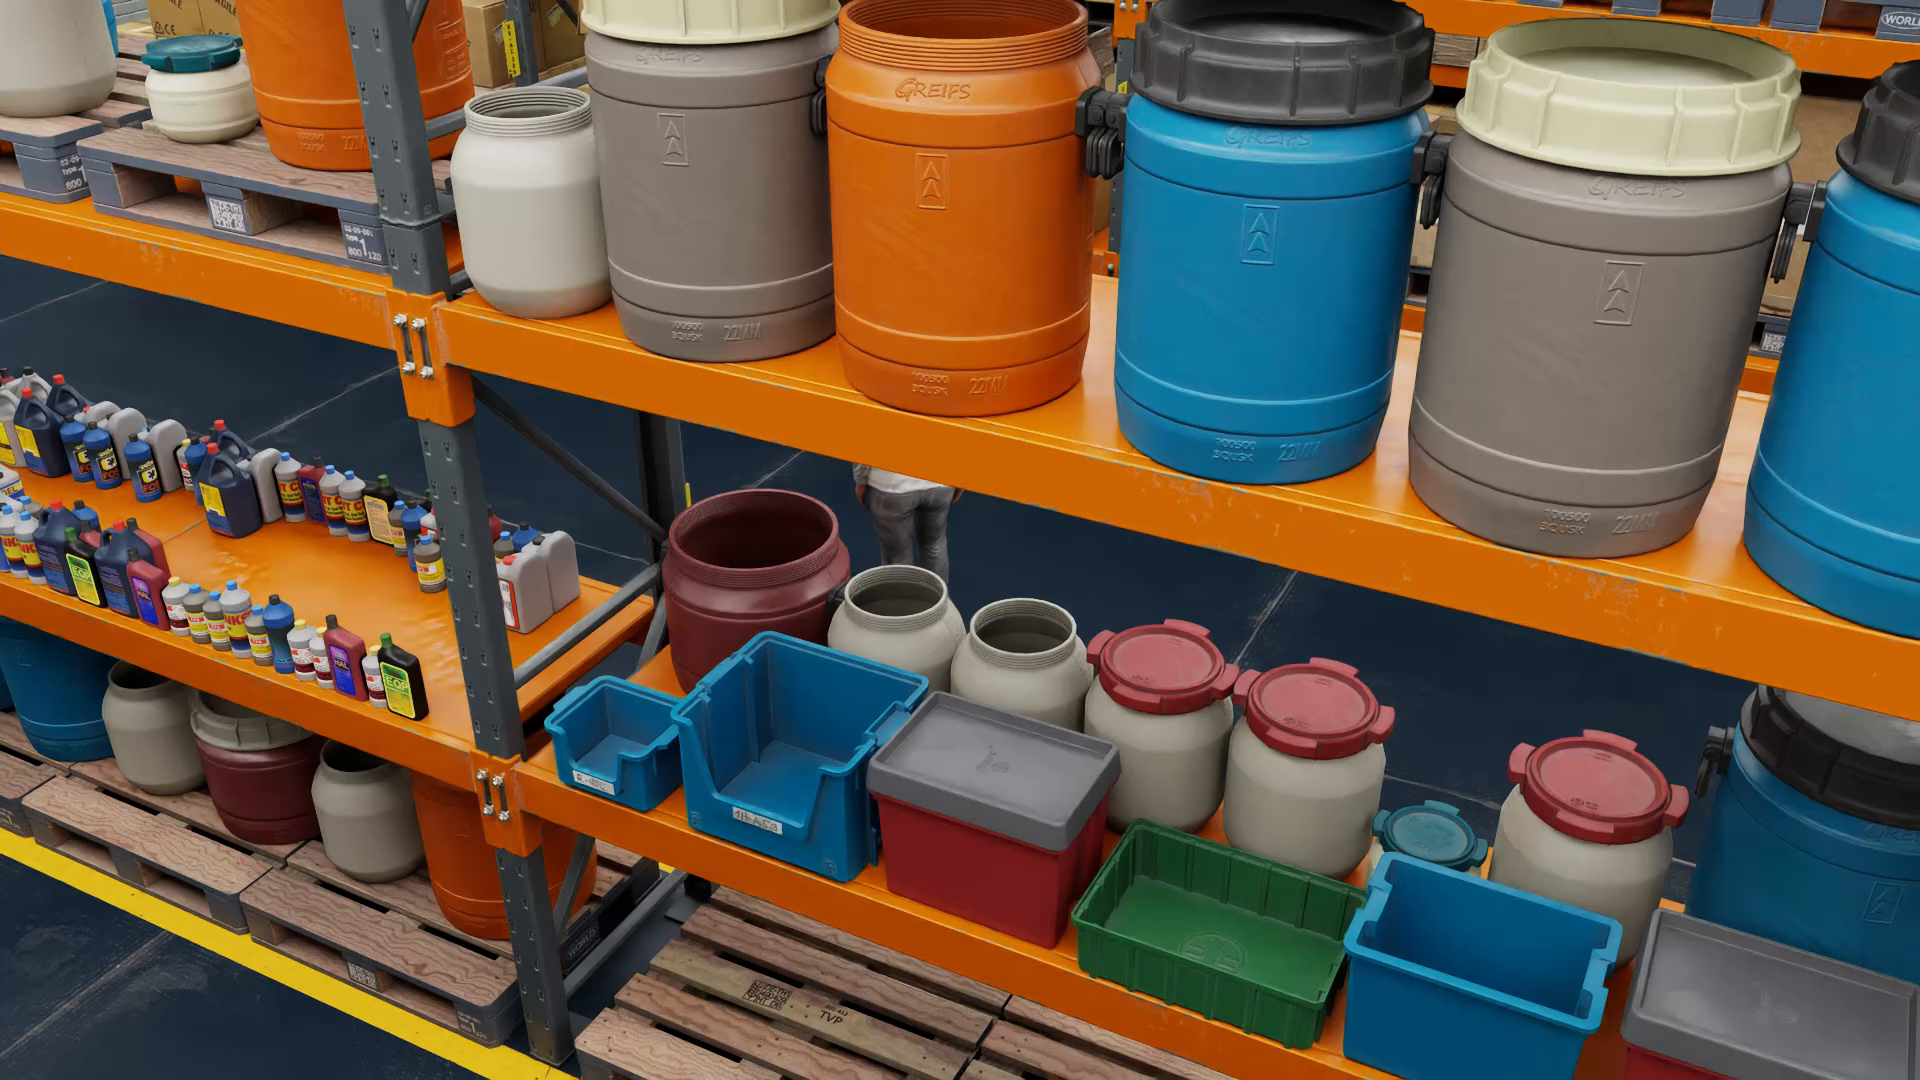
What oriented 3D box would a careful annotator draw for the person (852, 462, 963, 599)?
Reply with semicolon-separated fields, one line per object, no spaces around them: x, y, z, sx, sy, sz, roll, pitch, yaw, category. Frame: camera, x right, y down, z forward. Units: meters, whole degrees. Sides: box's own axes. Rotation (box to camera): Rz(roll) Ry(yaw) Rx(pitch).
-0.249;-0.308;7.657;0.566;1.800;0.505;-13;32;-21;person
